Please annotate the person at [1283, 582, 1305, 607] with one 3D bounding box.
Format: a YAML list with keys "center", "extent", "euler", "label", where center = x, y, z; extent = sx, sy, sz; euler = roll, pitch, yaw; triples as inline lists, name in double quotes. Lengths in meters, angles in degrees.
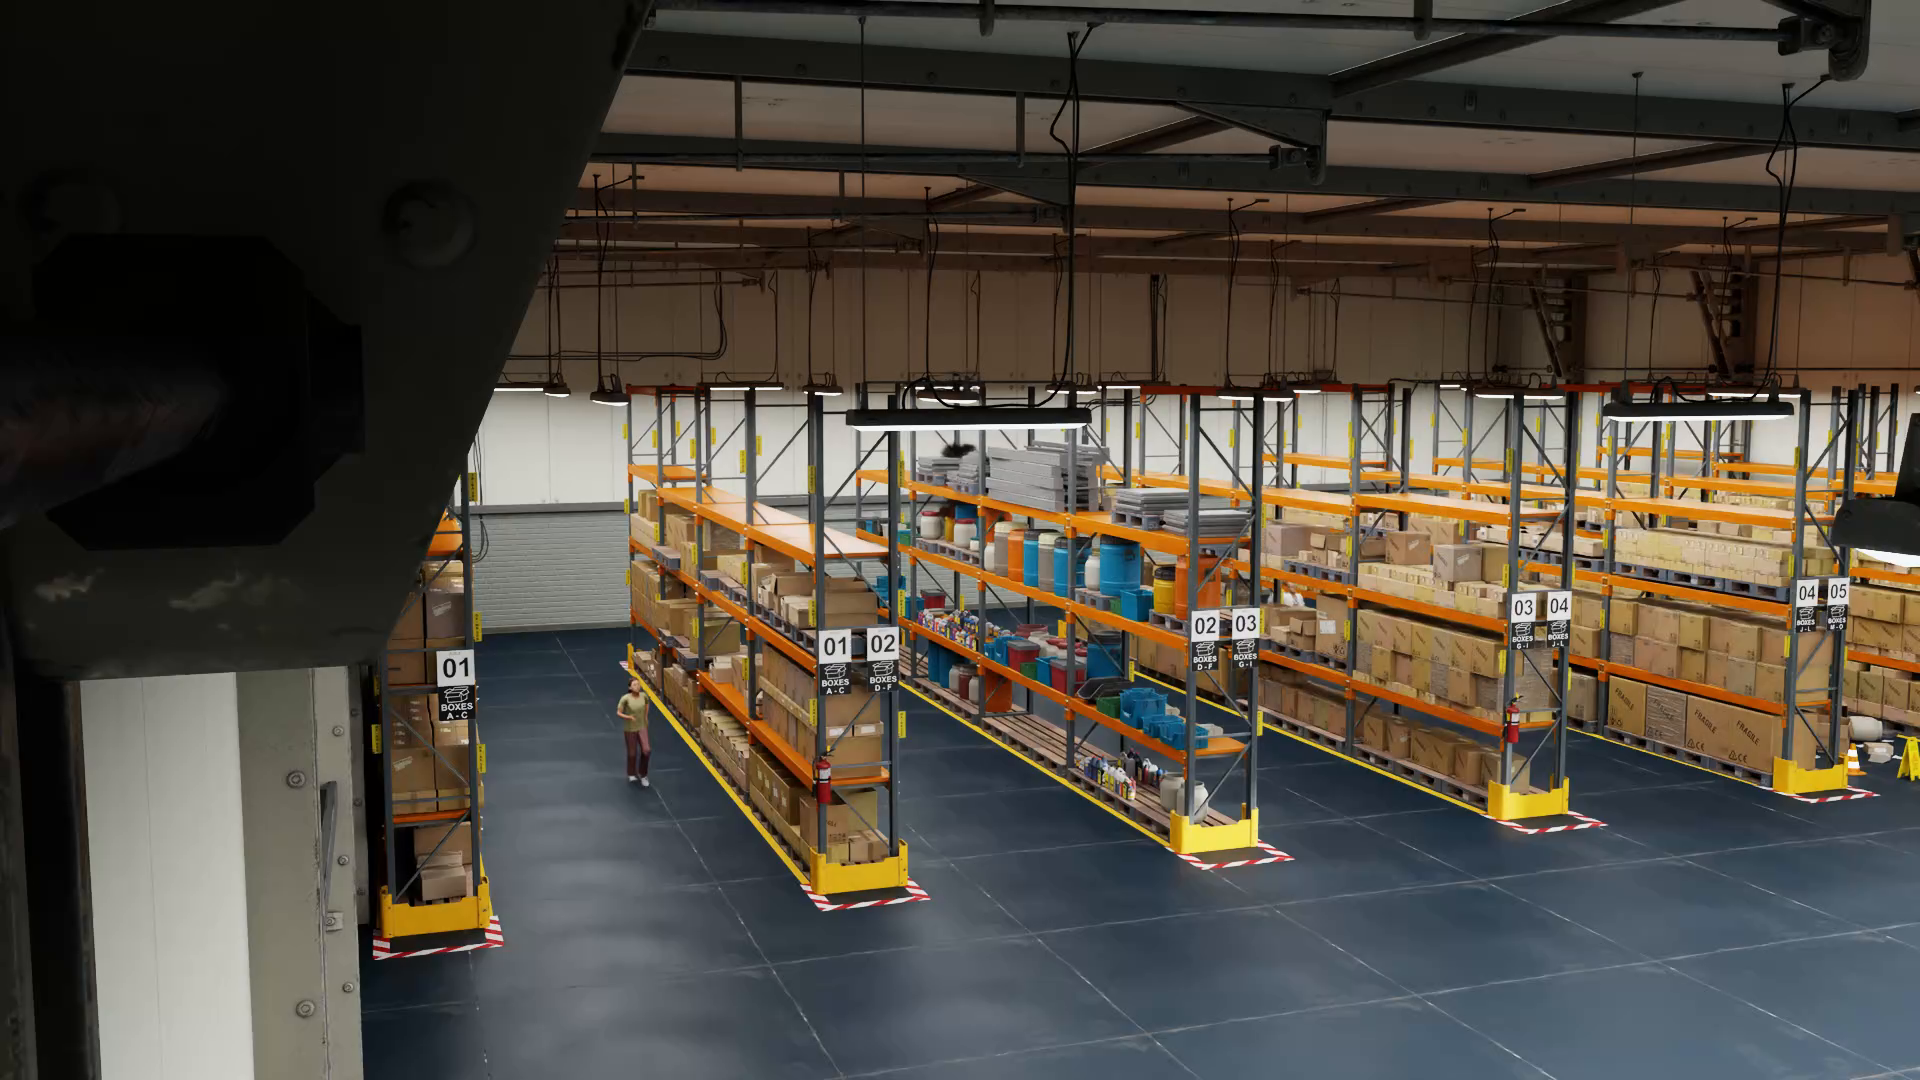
- center: [7.158, 1.781, 35.813]
  extent: [0.720, 1.765, 0.956]
  euler: [-2, 6, -15]
  label: "person"

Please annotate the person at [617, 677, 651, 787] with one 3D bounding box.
- center: [-4.929, 2.909, 25.230]
  extent: [0.567, 1.676, 0.693]
  euler: [-3, 7, -26]
  label: "person"

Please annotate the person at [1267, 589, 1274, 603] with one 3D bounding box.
- center: [7.909, 1.243, 41.628]
  extent: [0.800, 1.599, 0.587]
  euler: [-1, 6, -13]
  label: "person"
